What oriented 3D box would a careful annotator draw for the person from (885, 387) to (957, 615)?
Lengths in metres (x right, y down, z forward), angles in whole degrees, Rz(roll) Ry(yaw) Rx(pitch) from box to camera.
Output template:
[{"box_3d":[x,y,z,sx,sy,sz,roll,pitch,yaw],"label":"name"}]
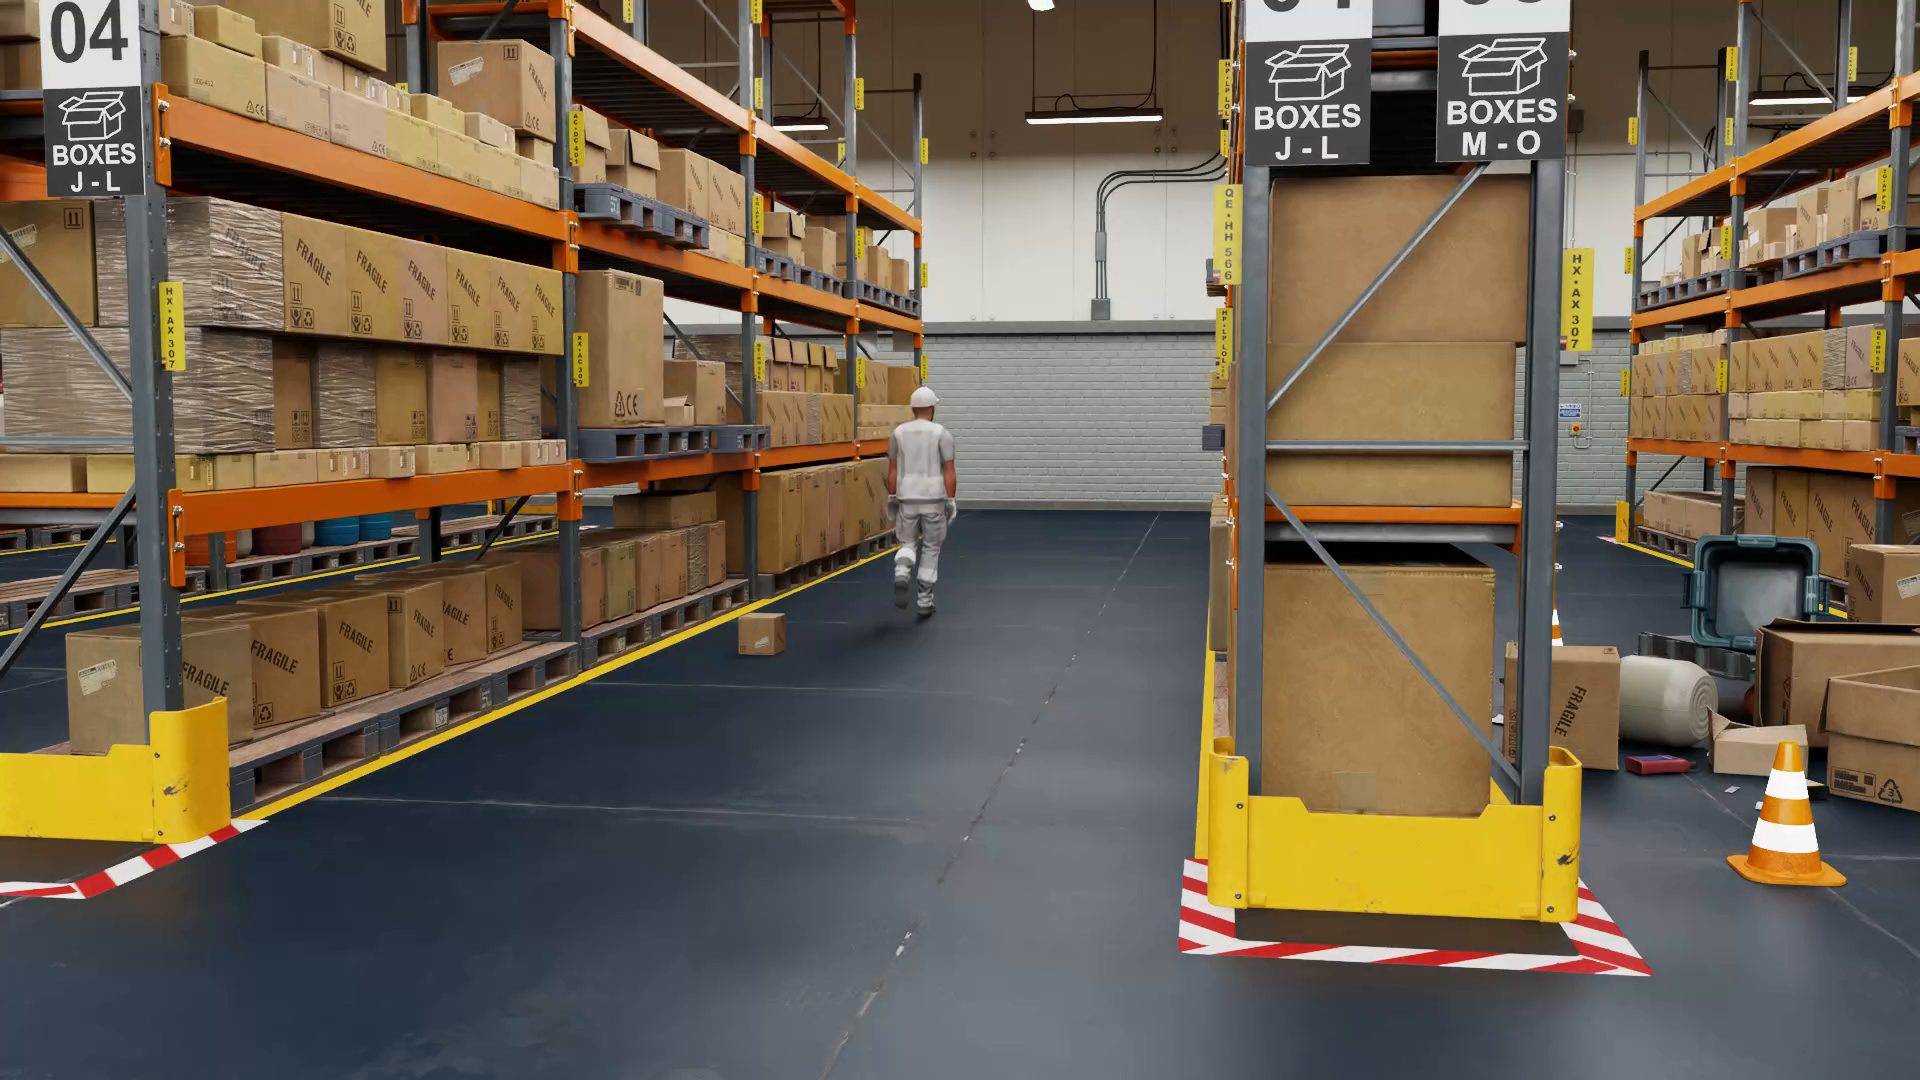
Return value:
[{"box_3d":[-0.311,-0.301,12.997,0.588,1.781,0.547,1,5,15],"label":"person"}]
